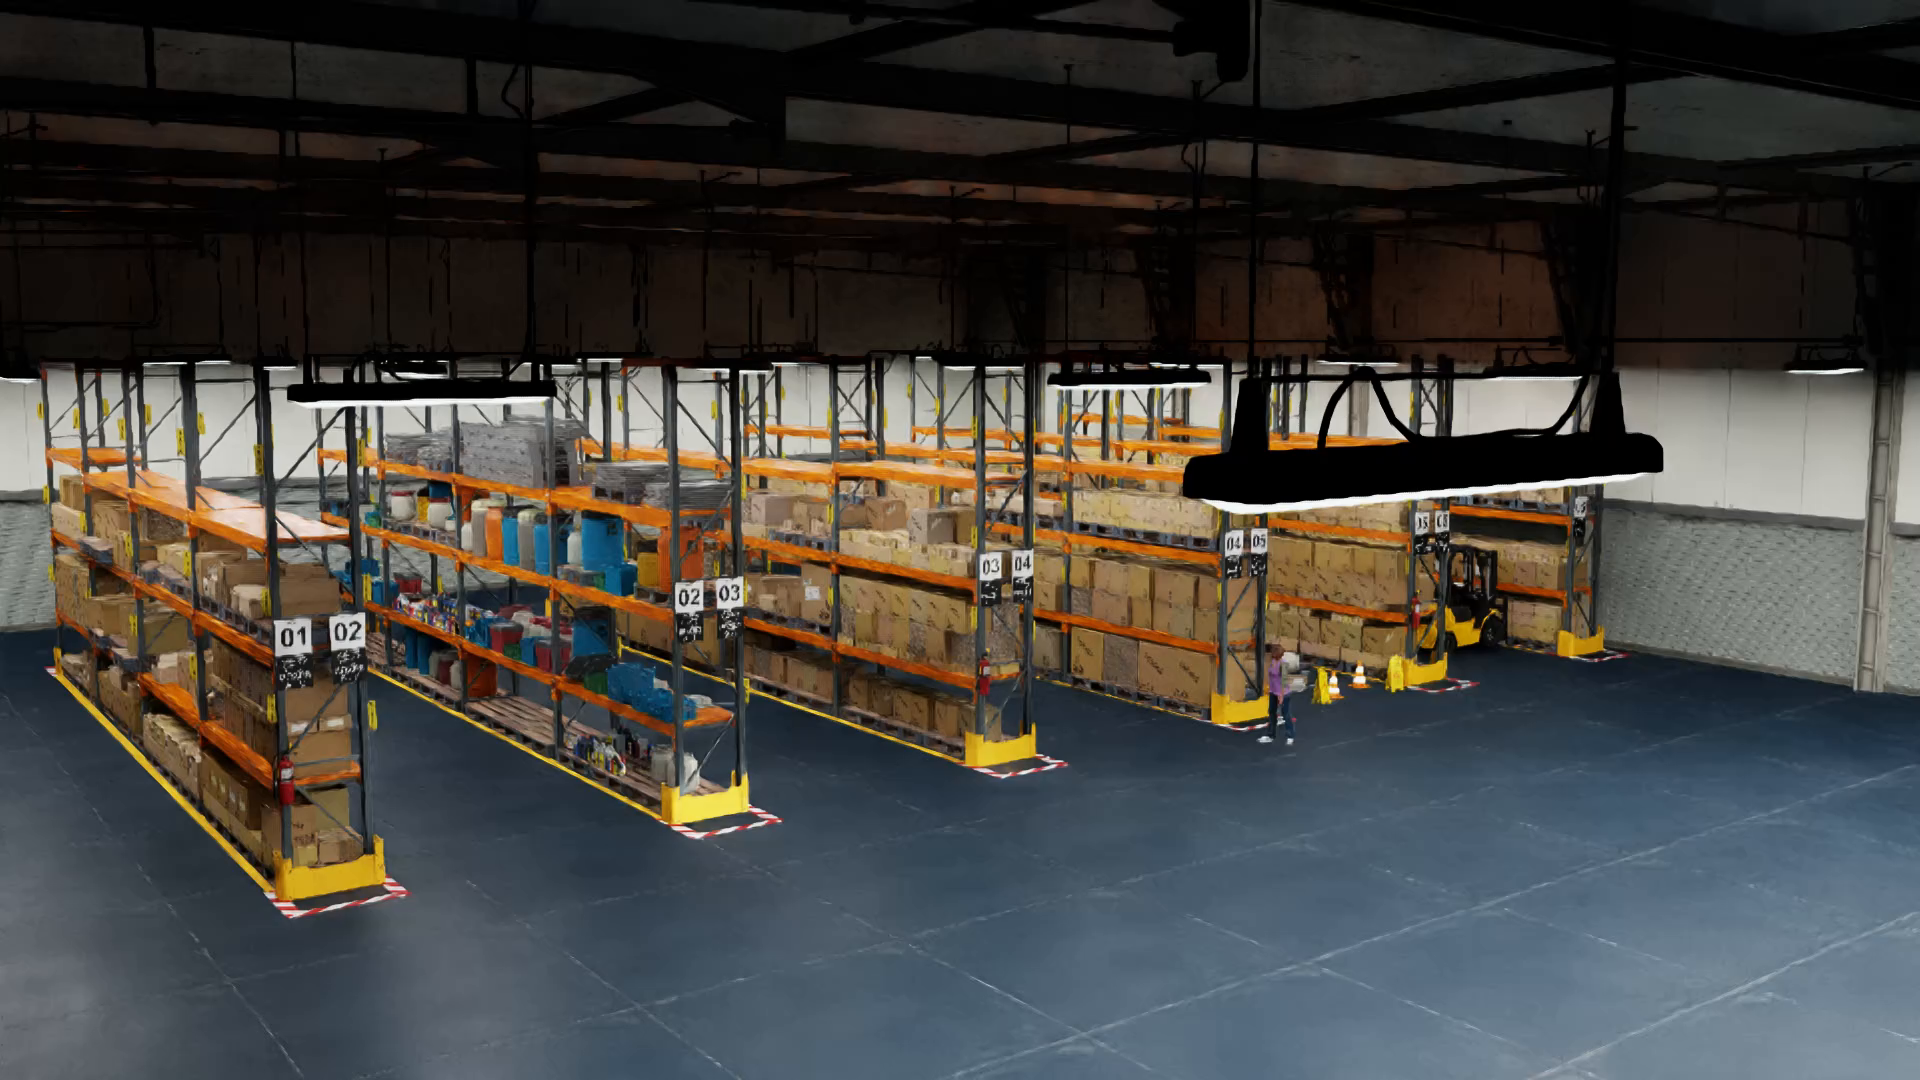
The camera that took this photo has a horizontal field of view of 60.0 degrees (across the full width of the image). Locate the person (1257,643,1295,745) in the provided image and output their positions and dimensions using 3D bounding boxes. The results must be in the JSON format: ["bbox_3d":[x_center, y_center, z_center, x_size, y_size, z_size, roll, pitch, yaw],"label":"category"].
[{"bbox_3d":[4.967,2.409,26.058,0.530,1.578,0.547,-3,7,-21],"label":"person"}]

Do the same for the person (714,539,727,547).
[{"bbox_3d":[-5.918,0.547,41.115,0.536,1.727,0.553,0,7,-1],"label":"person"}]
